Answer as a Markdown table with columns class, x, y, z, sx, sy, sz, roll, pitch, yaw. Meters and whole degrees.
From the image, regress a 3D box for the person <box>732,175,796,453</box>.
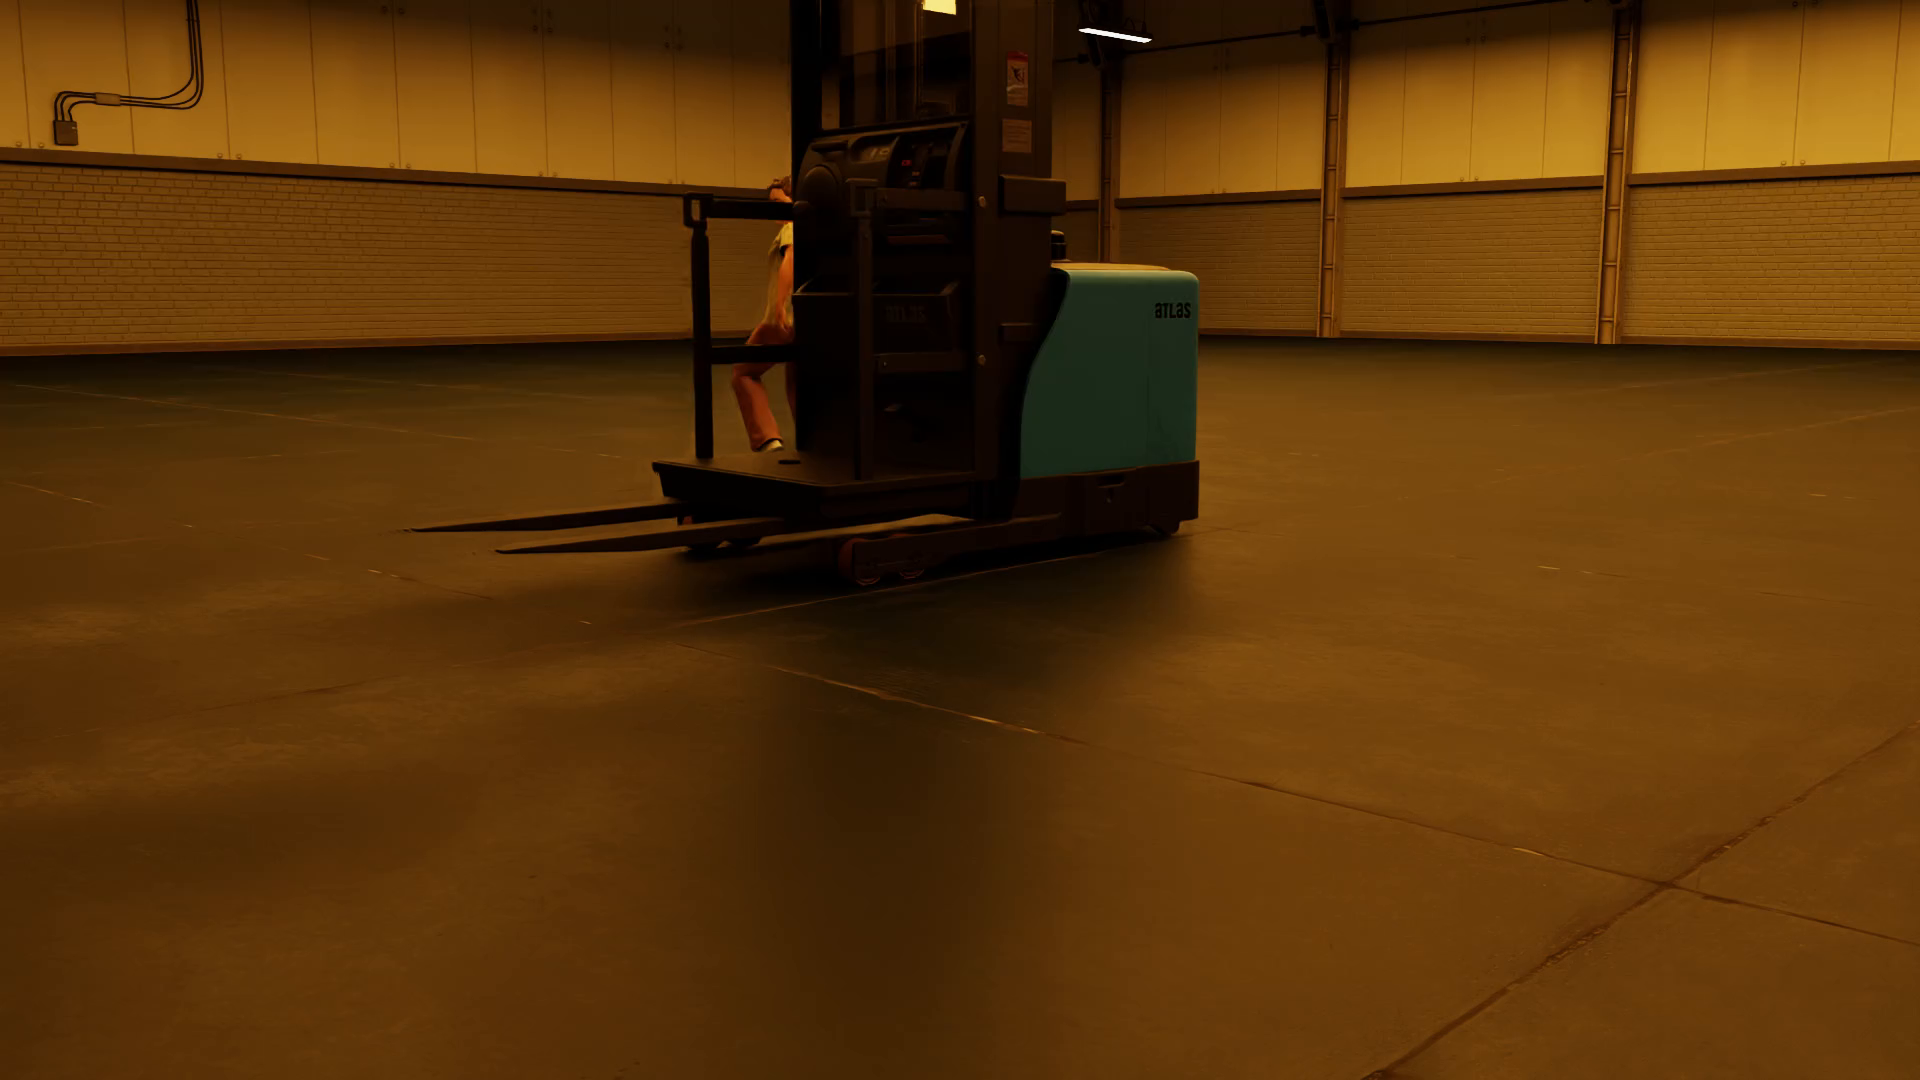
| class | x | y | z | sx | sy | sz | roll | pitch | yaw |
| --- | --- | --- | --- | --- | --- | --- | --- | --- | --- |
| person | -0.898 | -1.119 | 8.846 | 0.632 | 1.617 | 0.664 | -8 | 12 | -44 |

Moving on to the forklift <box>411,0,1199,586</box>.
| class | x | y | z | sx | sy | sz | roll | pitch | yaw |
| --- | --- | --- | --- | --- | --- | --- | --- | --- | --- |
| forklift | -0.456 | -1.380 | 6.037 | 3.031 | 2.935 | 1.130 | -8 | 11 | -41 |
